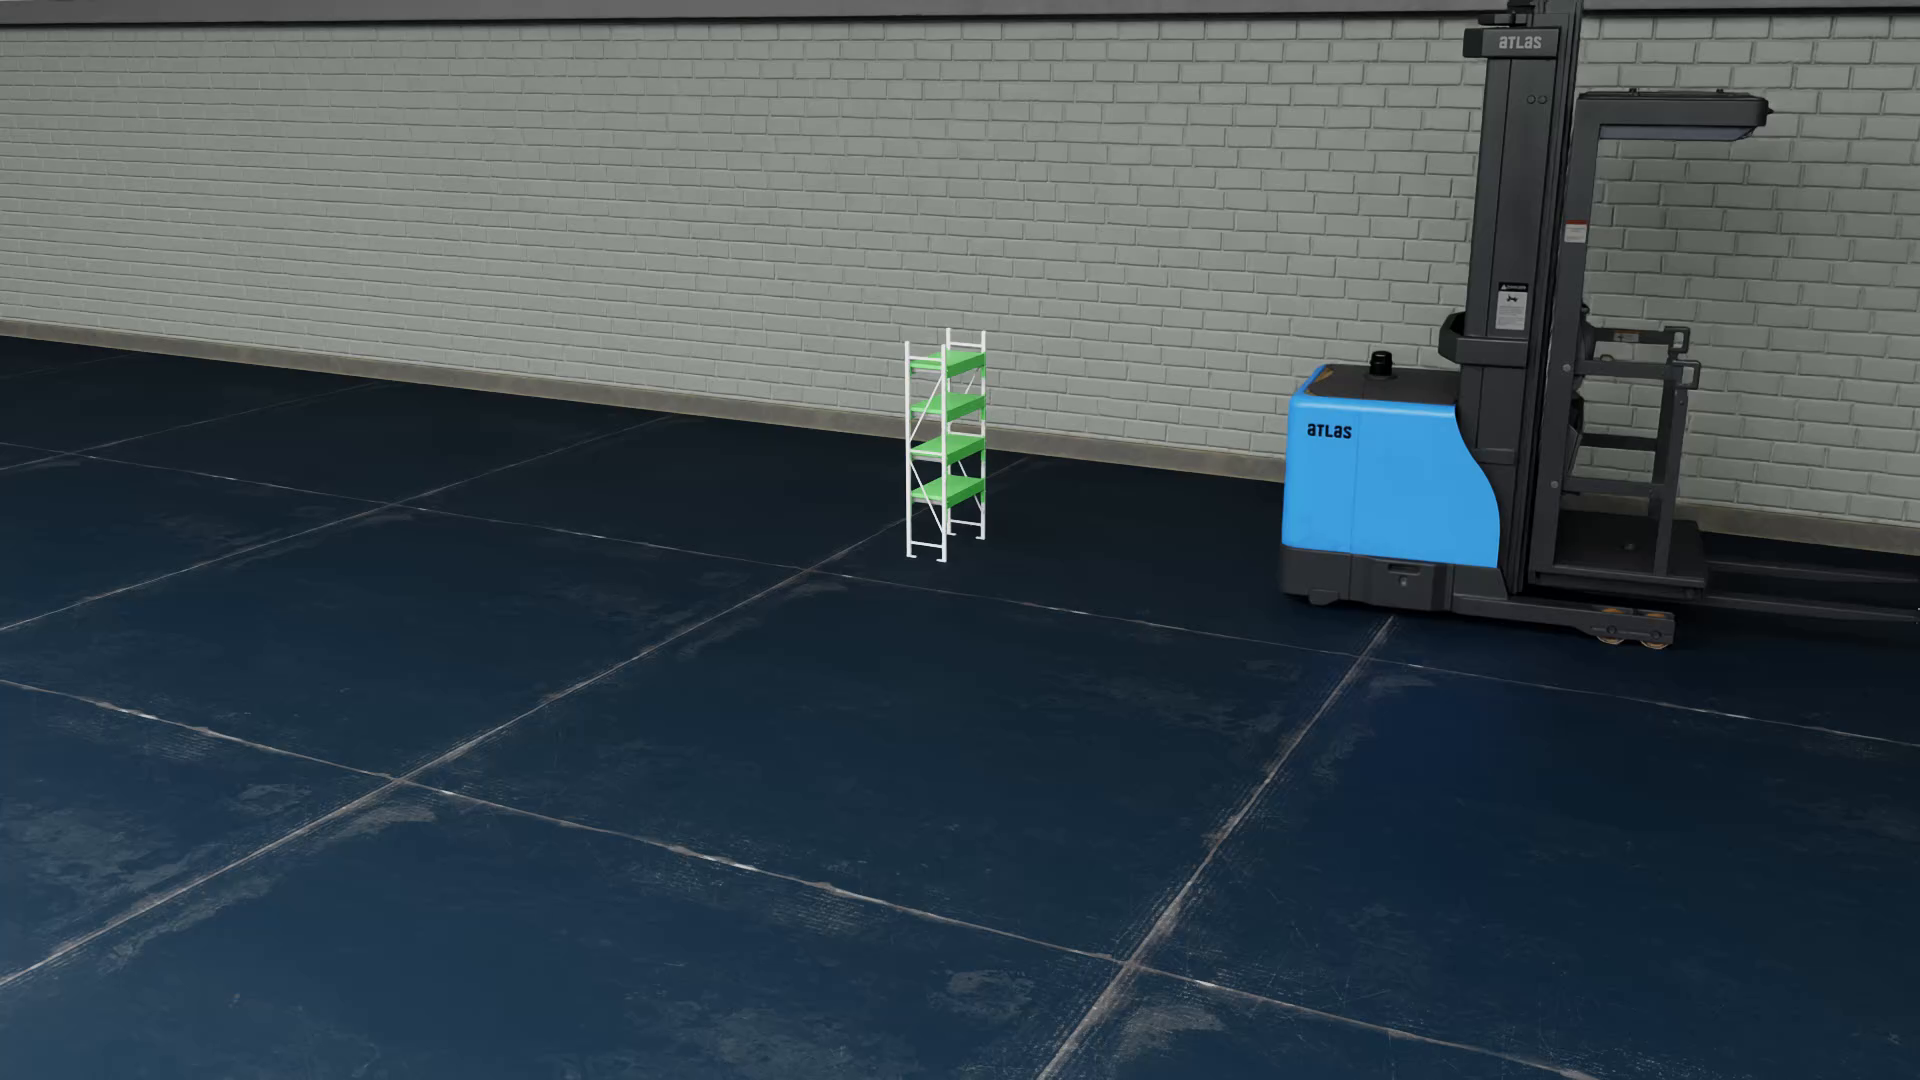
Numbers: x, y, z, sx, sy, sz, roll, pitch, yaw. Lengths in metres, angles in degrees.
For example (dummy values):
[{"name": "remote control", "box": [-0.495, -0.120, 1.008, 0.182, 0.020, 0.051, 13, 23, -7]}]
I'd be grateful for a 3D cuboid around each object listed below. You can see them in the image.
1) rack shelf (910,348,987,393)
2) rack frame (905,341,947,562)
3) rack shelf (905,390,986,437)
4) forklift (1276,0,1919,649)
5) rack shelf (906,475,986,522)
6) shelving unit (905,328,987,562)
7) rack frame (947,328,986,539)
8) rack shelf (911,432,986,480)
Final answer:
[{"name": "rack shelf", "box": [-0.074, -0.932, 9.093, 0.258, 0.148, 0.480, 8, 18, 25]}, {"name": "rack frame", "box": [-0.183, -0.471, 9.002, 0.240, 1.200, 0.015, 8, 18, 25]}, {"name": "rack shelf", "box": [-0.074, -0.702, 9.161, 0.258, 0.148, 0.480, 8, 18, 25]}, {"name": "forklift", "box": [3.179, -1.064, 7.958, 3.031, 2.935, 1.130, 6, 18, 19]}, {"name": "rack shelf", "box": [-0.074, -0.242, 9.298, 0.258, 0.148, 0.480, 8, 18, 25]}, {"name": "shelving unit", "box": [-0.074, -0.533, 9.212, 0.258, 1.200, 0.503, 8, 18, 25]}, {"name": "rack frame", "box": [0.035, -0.595, 9.421, 0.240, 1.200, 0.015, 8, 18, 25]}, {"name": "rack shelf", "box": [-0.074, -0.472, 9.230, 0.258, 0.148, 0.480, 8, 18, 25]}]
